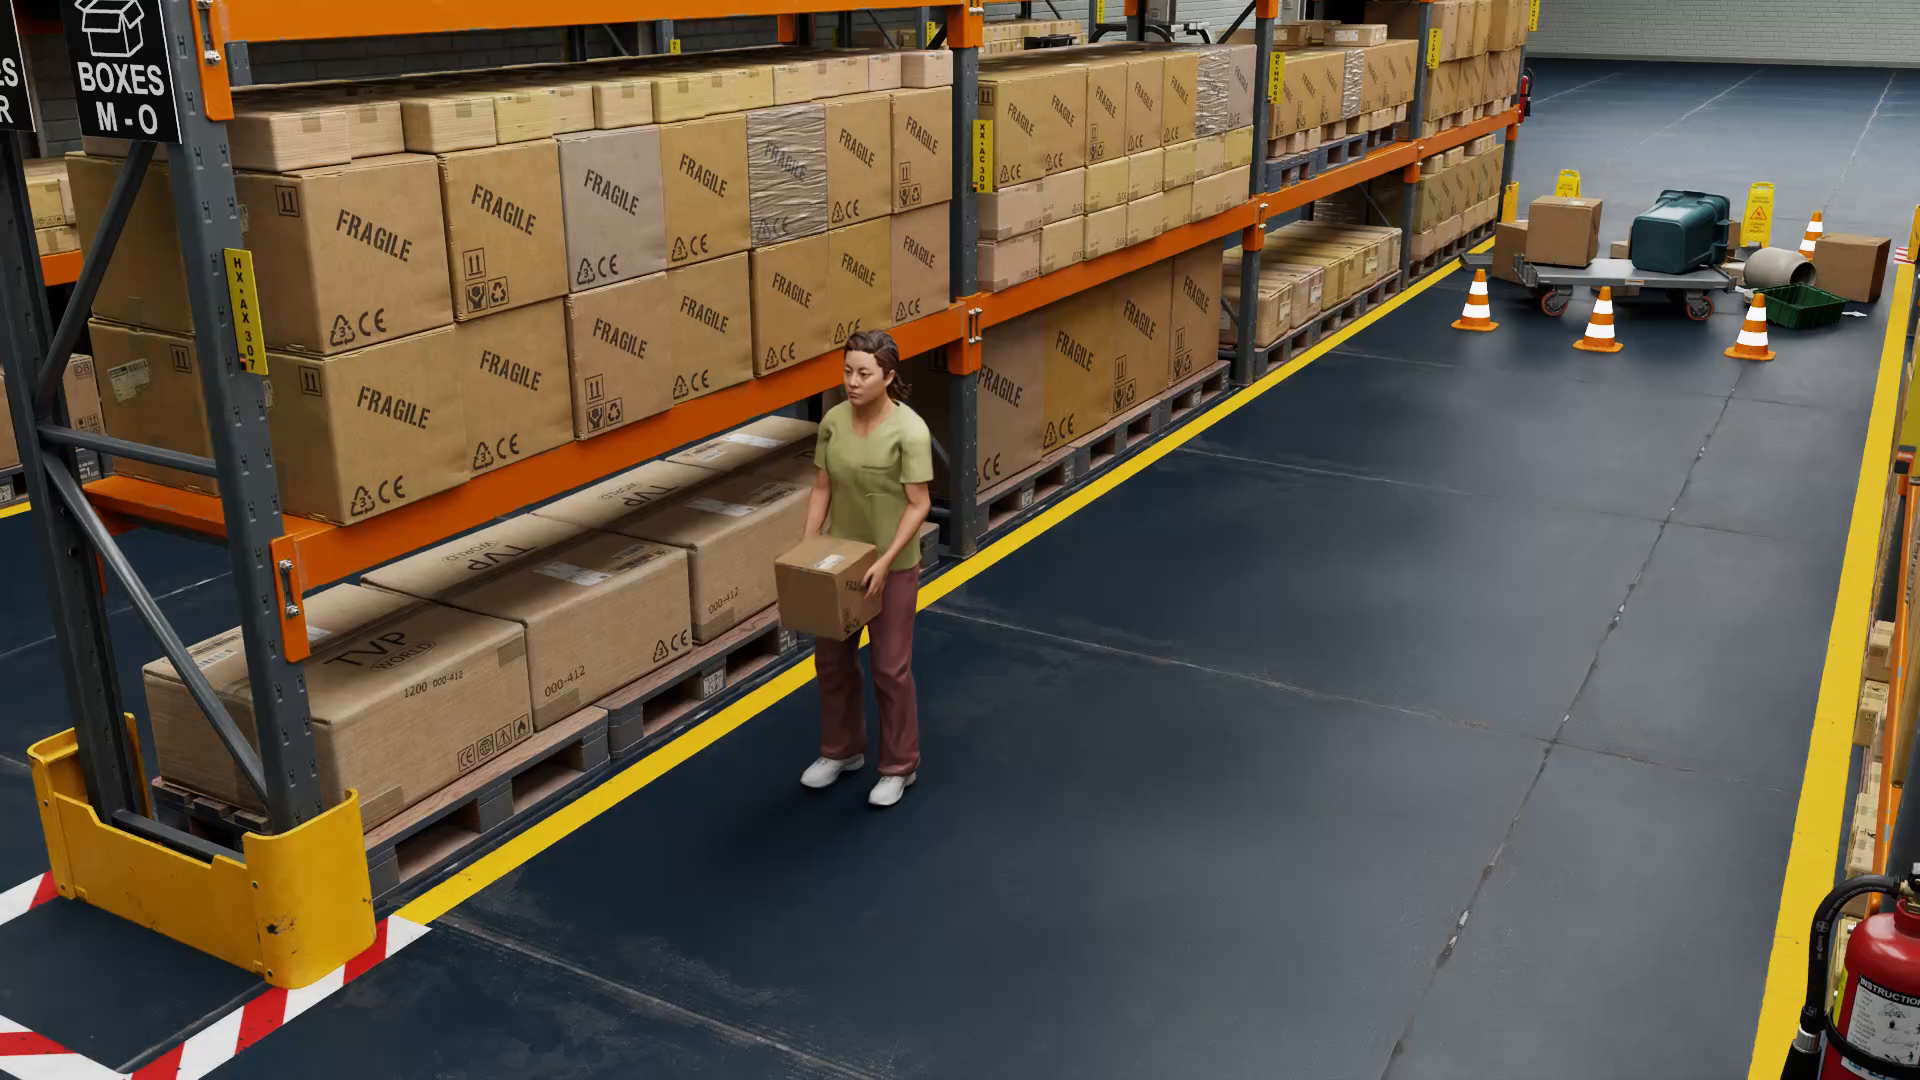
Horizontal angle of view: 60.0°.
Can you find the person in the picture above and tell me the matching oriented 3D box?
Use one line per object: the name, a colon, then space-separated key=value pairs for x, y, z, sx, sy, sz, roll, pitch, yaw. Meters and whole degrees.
person: x=-0.328 y=0.102 z=5.779 sx=0.468 sy=1.675 sz=0.435 roll=11 pitch=22 yaw=28
